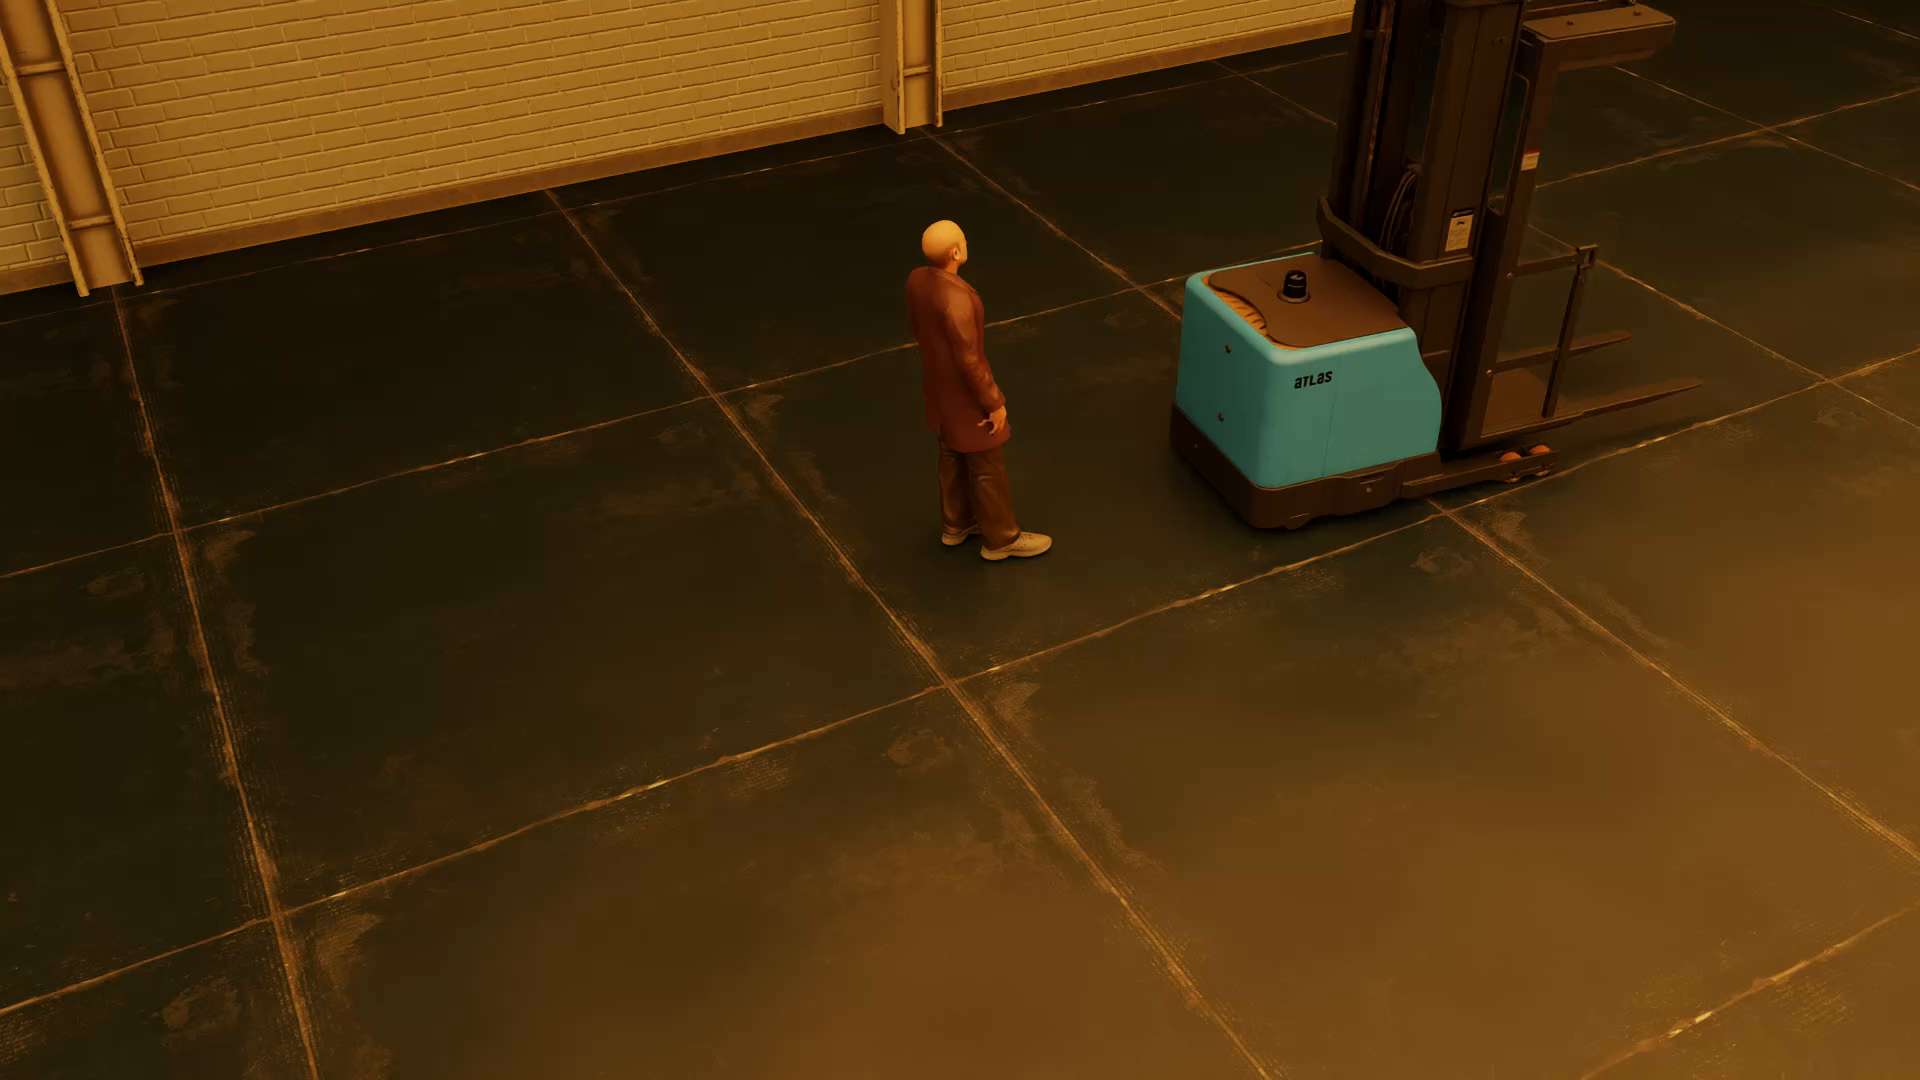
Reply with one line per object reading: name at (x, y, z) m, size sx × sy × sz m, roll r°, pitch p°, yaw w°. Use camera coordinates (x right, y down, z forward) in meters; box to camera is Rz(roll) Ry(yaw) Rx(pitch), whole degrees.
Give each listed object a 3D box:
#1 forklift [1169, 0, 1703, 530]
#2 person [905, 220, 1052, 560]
forklift at (2.747, -1.781, 8.643) m, size 3.031 × 2.935 × 1.130 m, roll -13°, pitch 37°, yaw -17°
person at (0.083, -0.755, 8.178) m, size 0.579 × 1.777 × 0.696 m, roll -17°, pitch 39°, yaw -23°
